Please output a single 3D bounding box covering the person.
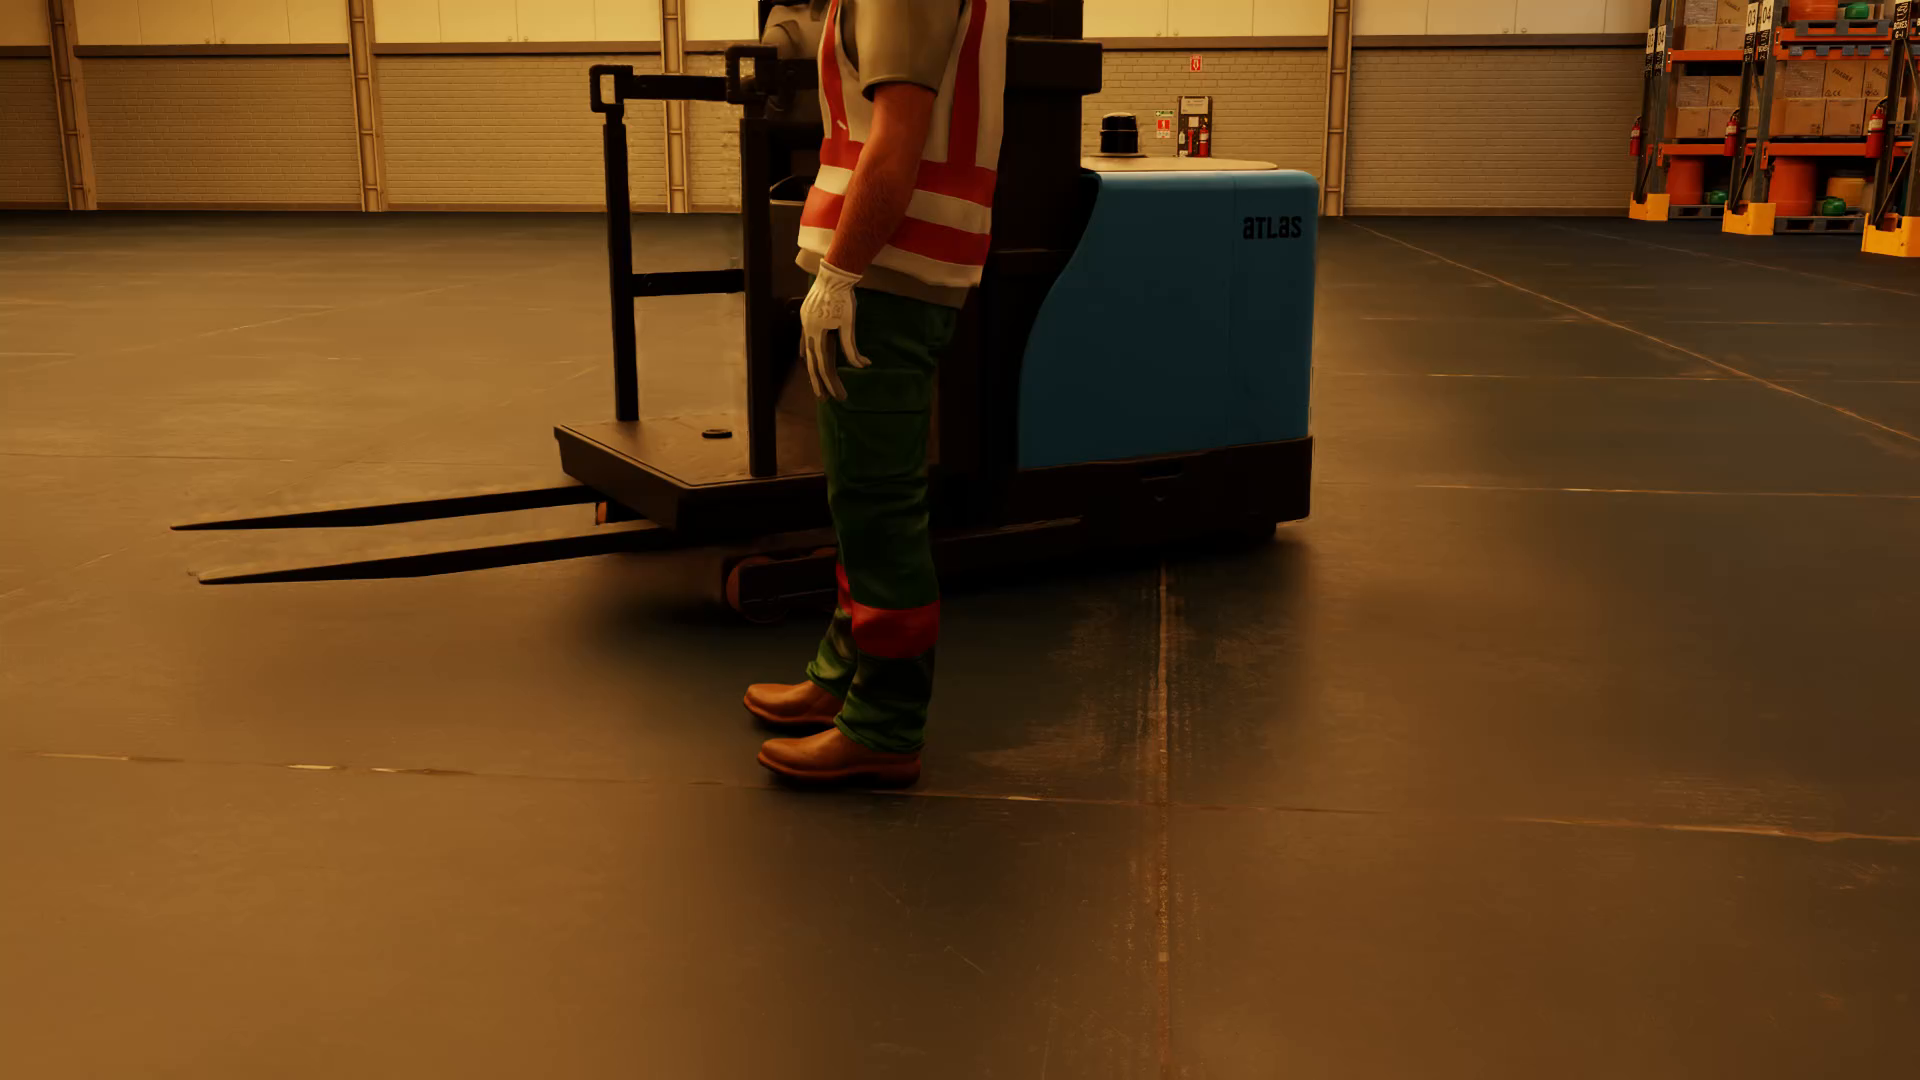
[{"bbox_3d":[-0.200,-0.446,2.901,0.556,1.790,0.641,2,13,8],"label":"person"}]

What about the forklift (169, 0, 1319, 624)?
[{"bbox_3d":[-0.495,-1.358,4.319,3.031,2.935,1.130,-8,15,-29],"label":"forklift"}]
